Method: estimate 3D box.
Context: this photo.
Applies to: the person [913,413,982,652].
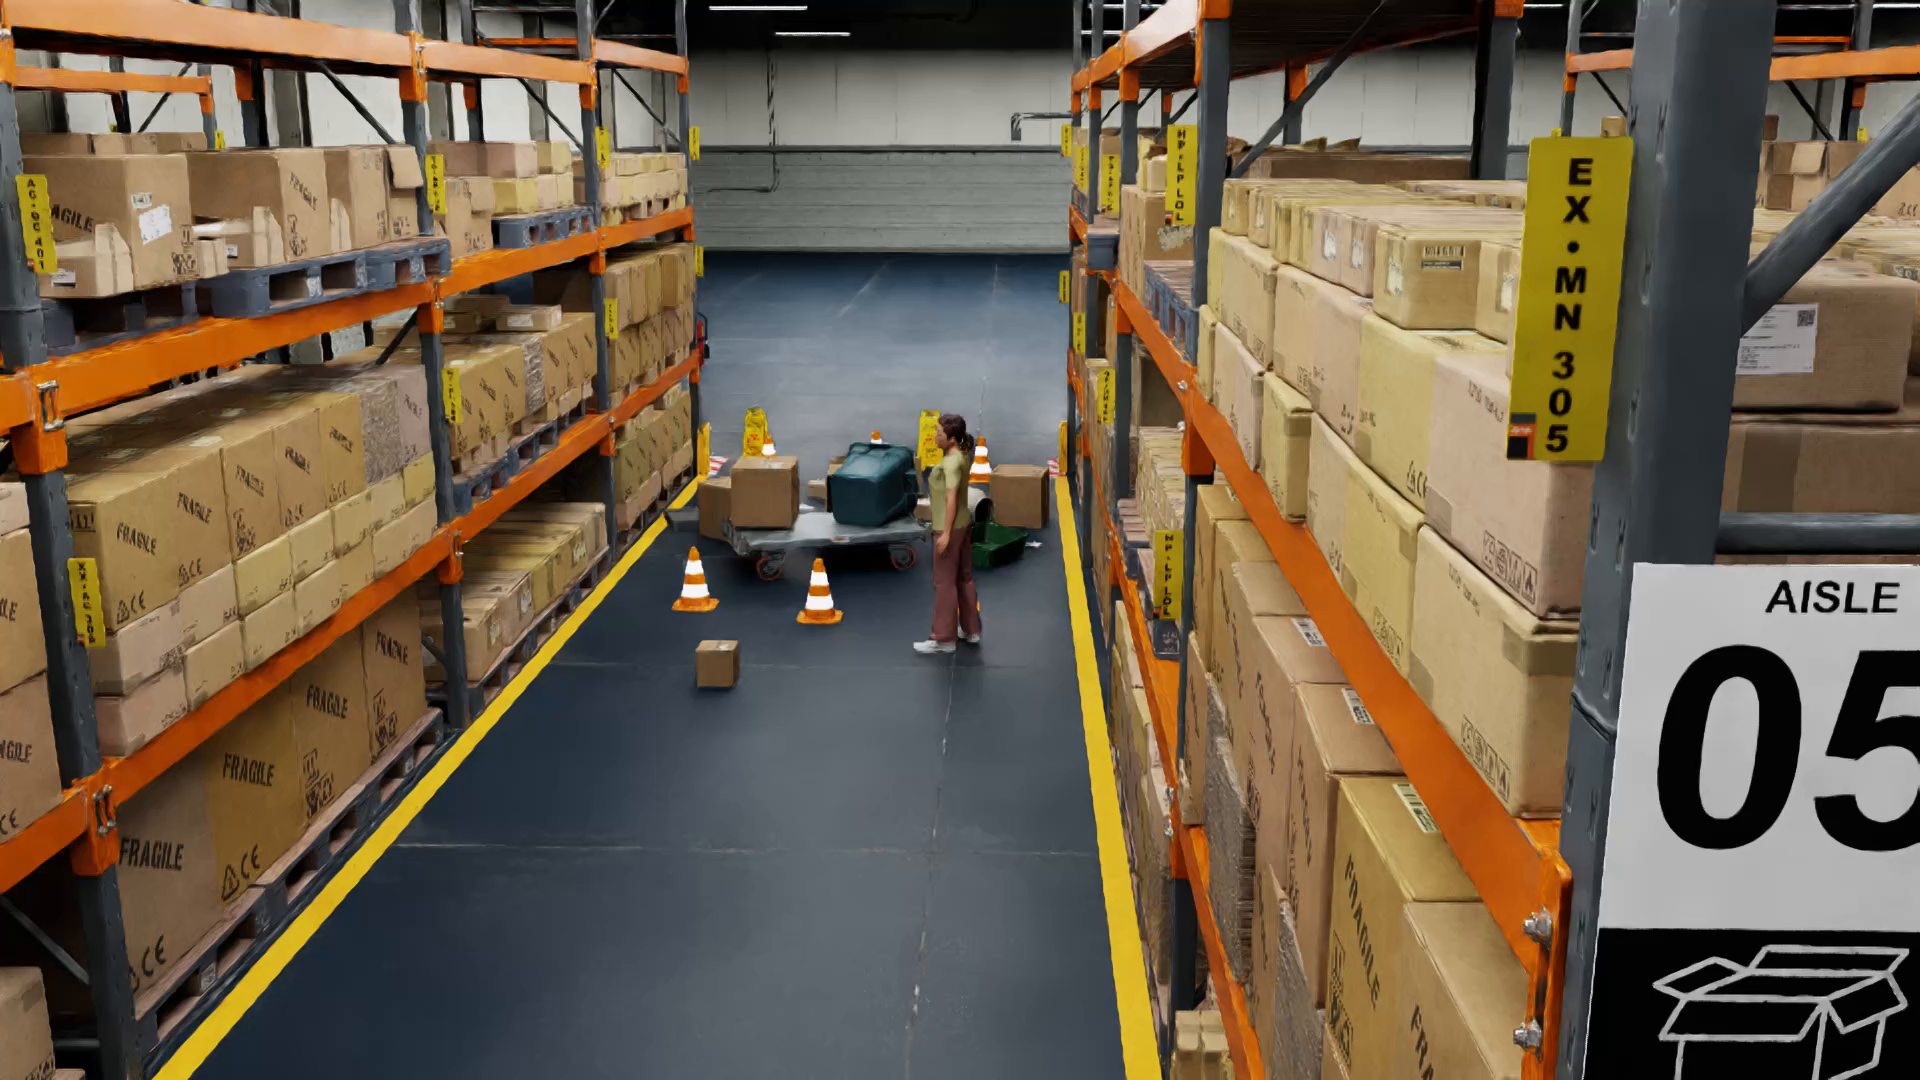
[{"bbox_3d":[-0.068,-0.064,11.662,0.412,1.669,0.594,3,14,14],"label":"person"}]
